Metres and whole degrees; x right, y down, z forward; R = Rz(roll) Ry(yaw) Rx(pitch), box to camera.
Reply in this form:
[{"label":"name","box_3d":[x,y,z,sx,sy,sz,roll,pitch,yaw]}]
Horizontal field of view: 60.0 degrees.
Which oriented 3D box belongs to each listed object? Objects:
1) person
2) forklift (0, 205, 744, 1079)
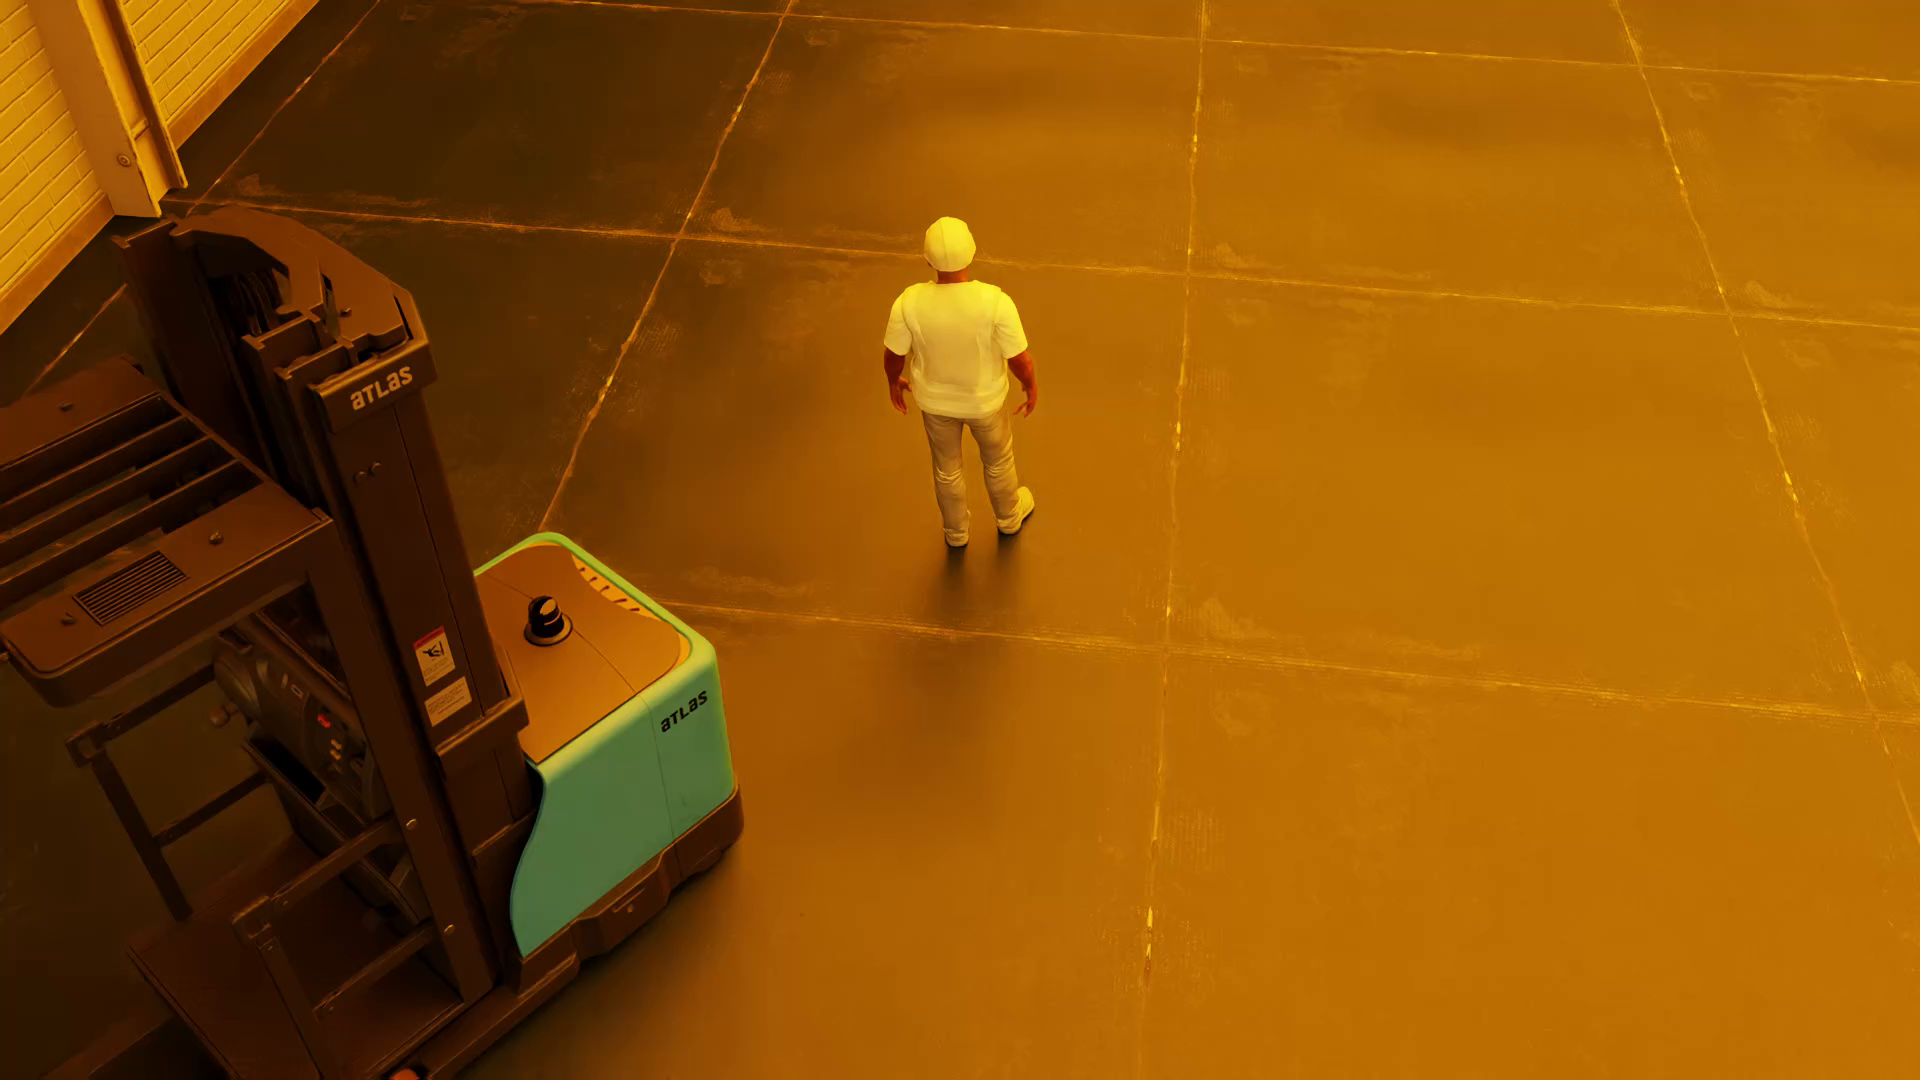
[{"label":"person","box_3d":[0.015,-0.702,7.339,0.665,1.768,0.575,5,43,6]},{"label":"forklift","box_3d":[-2.216,0.611,5.059,1.130,2.935,3.031,32,51,30]}]
